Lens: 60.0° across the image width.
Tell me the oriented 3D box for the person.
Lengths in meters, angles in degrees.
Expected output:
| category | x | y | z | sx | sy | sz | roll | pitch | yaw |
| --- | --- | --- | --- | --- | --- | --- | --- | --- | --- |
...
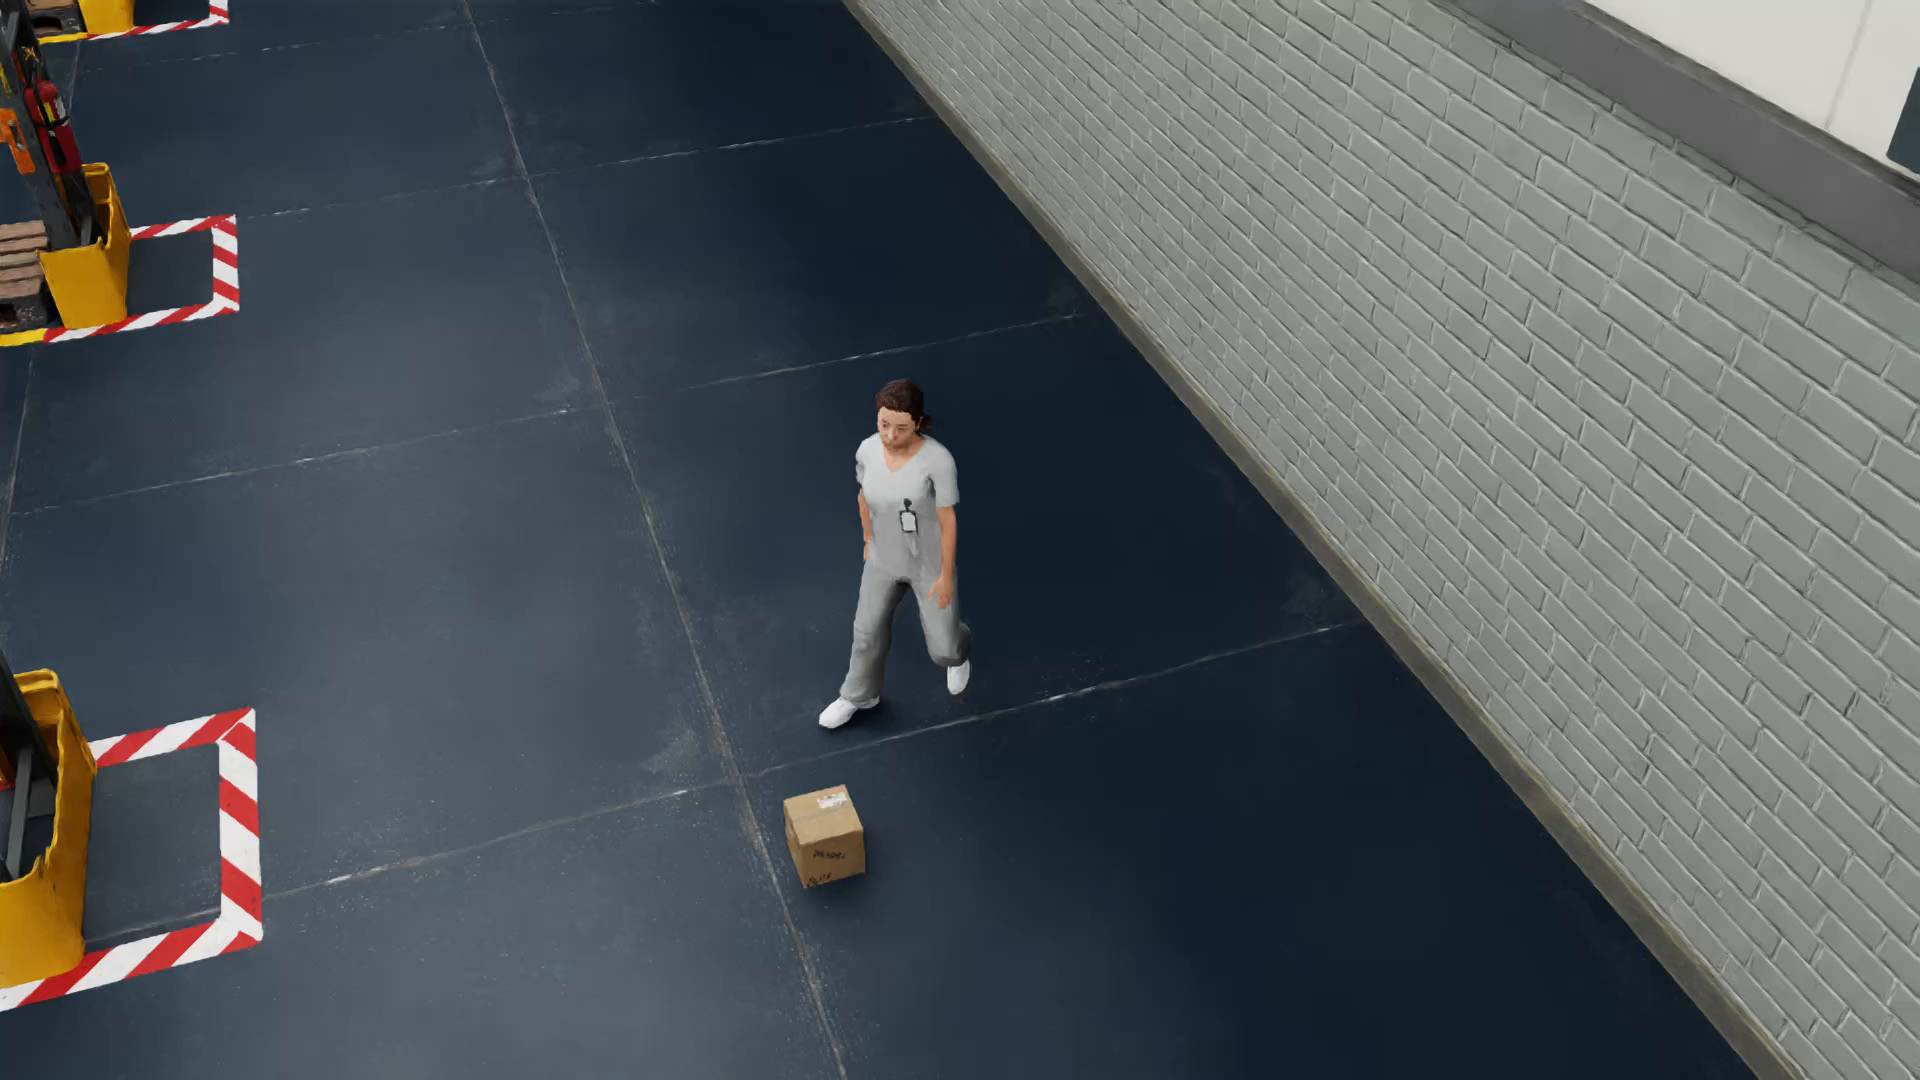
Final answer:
| category | x | y | z | sx | sy | sz | roll | pitch | yaw |
| --- | --- | --- | --- | --- | --- | --- | --- | --- | --- |
| person | -0.223 | 0.051 | 6.698 | 0.598 | 1.661 | 0.599 | 15 | 40 | 19 |
